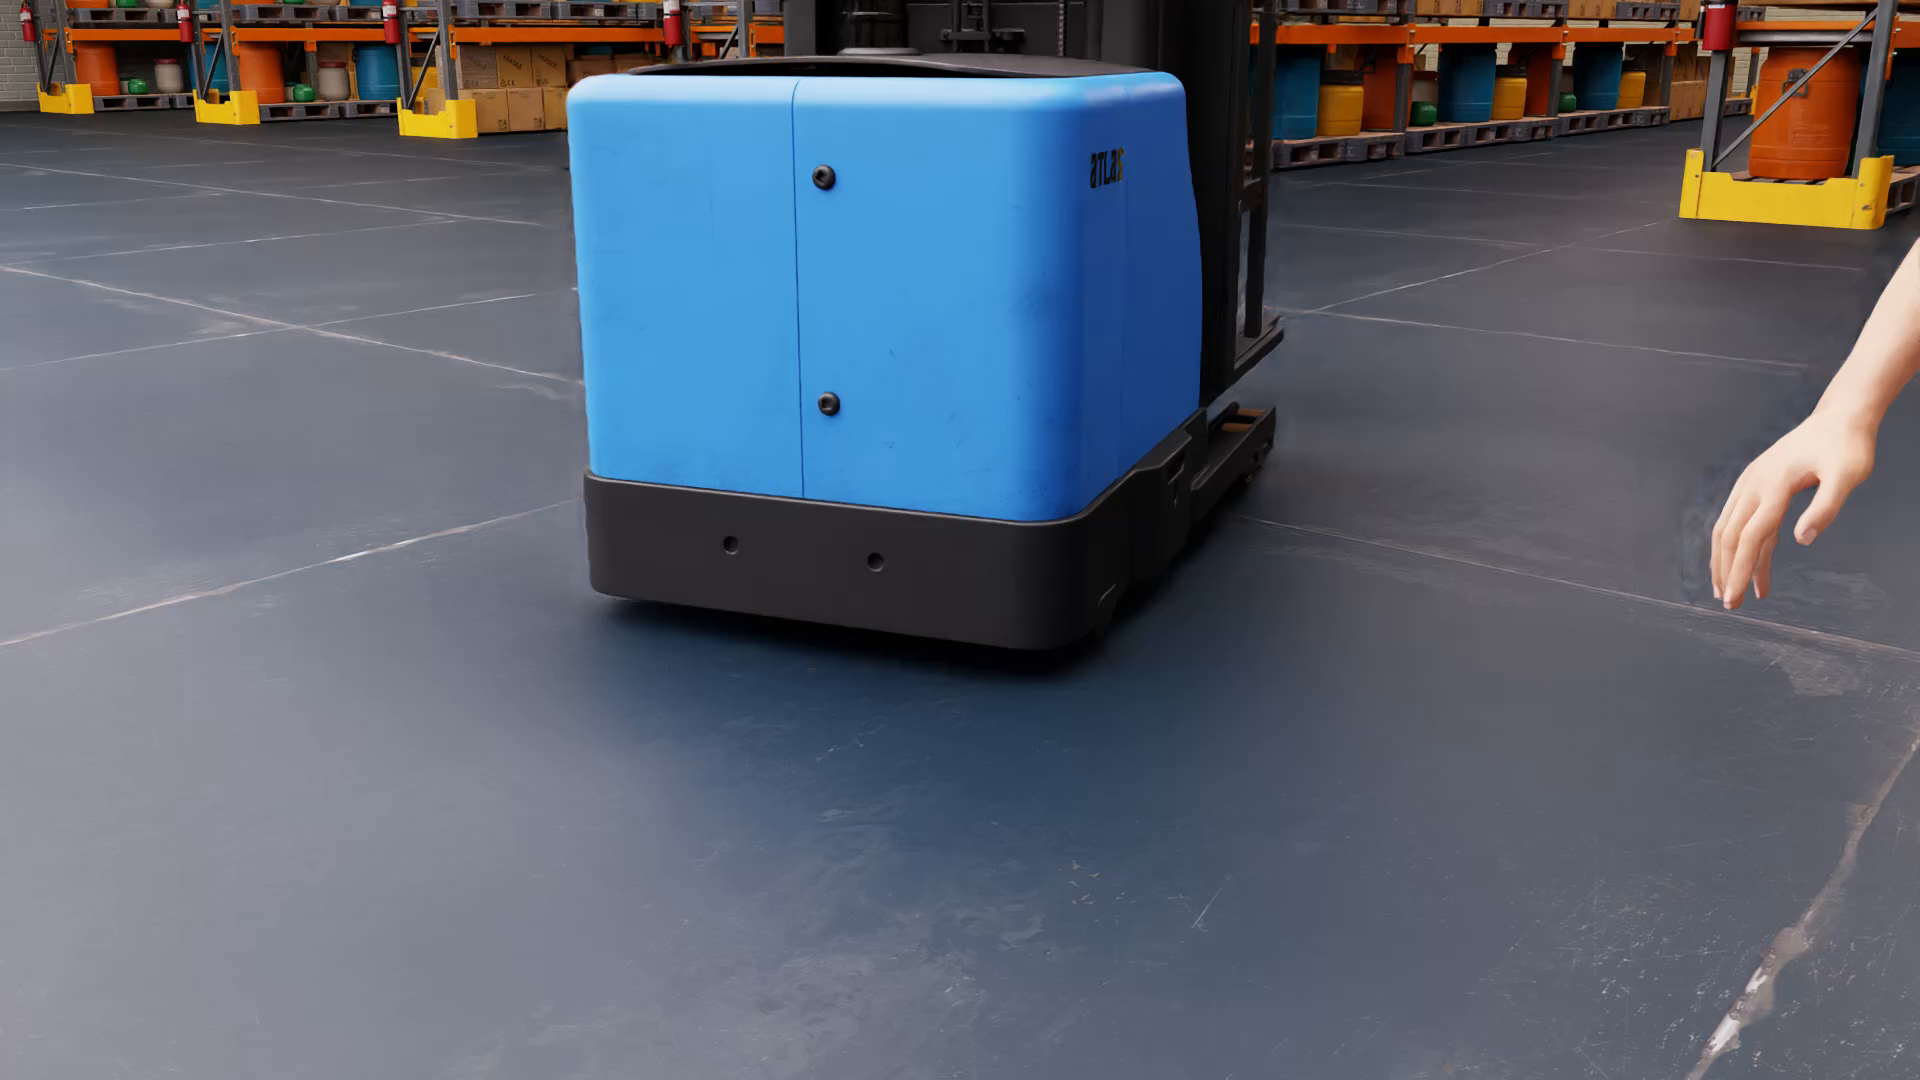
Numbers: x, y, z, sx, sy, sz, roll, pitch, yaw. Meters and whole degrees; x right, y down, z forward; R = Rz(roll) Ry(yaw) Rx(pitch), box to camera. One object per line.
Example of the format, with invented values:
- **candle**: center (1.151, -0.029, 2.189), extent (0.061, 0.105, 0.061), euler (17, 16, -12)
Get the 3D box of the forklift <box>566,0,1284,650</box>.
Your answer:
- **forklift**: center (0.239, -1.588, 4.129), extent (1.130, 2.935, 3.031), euler (6, 18, 20)
